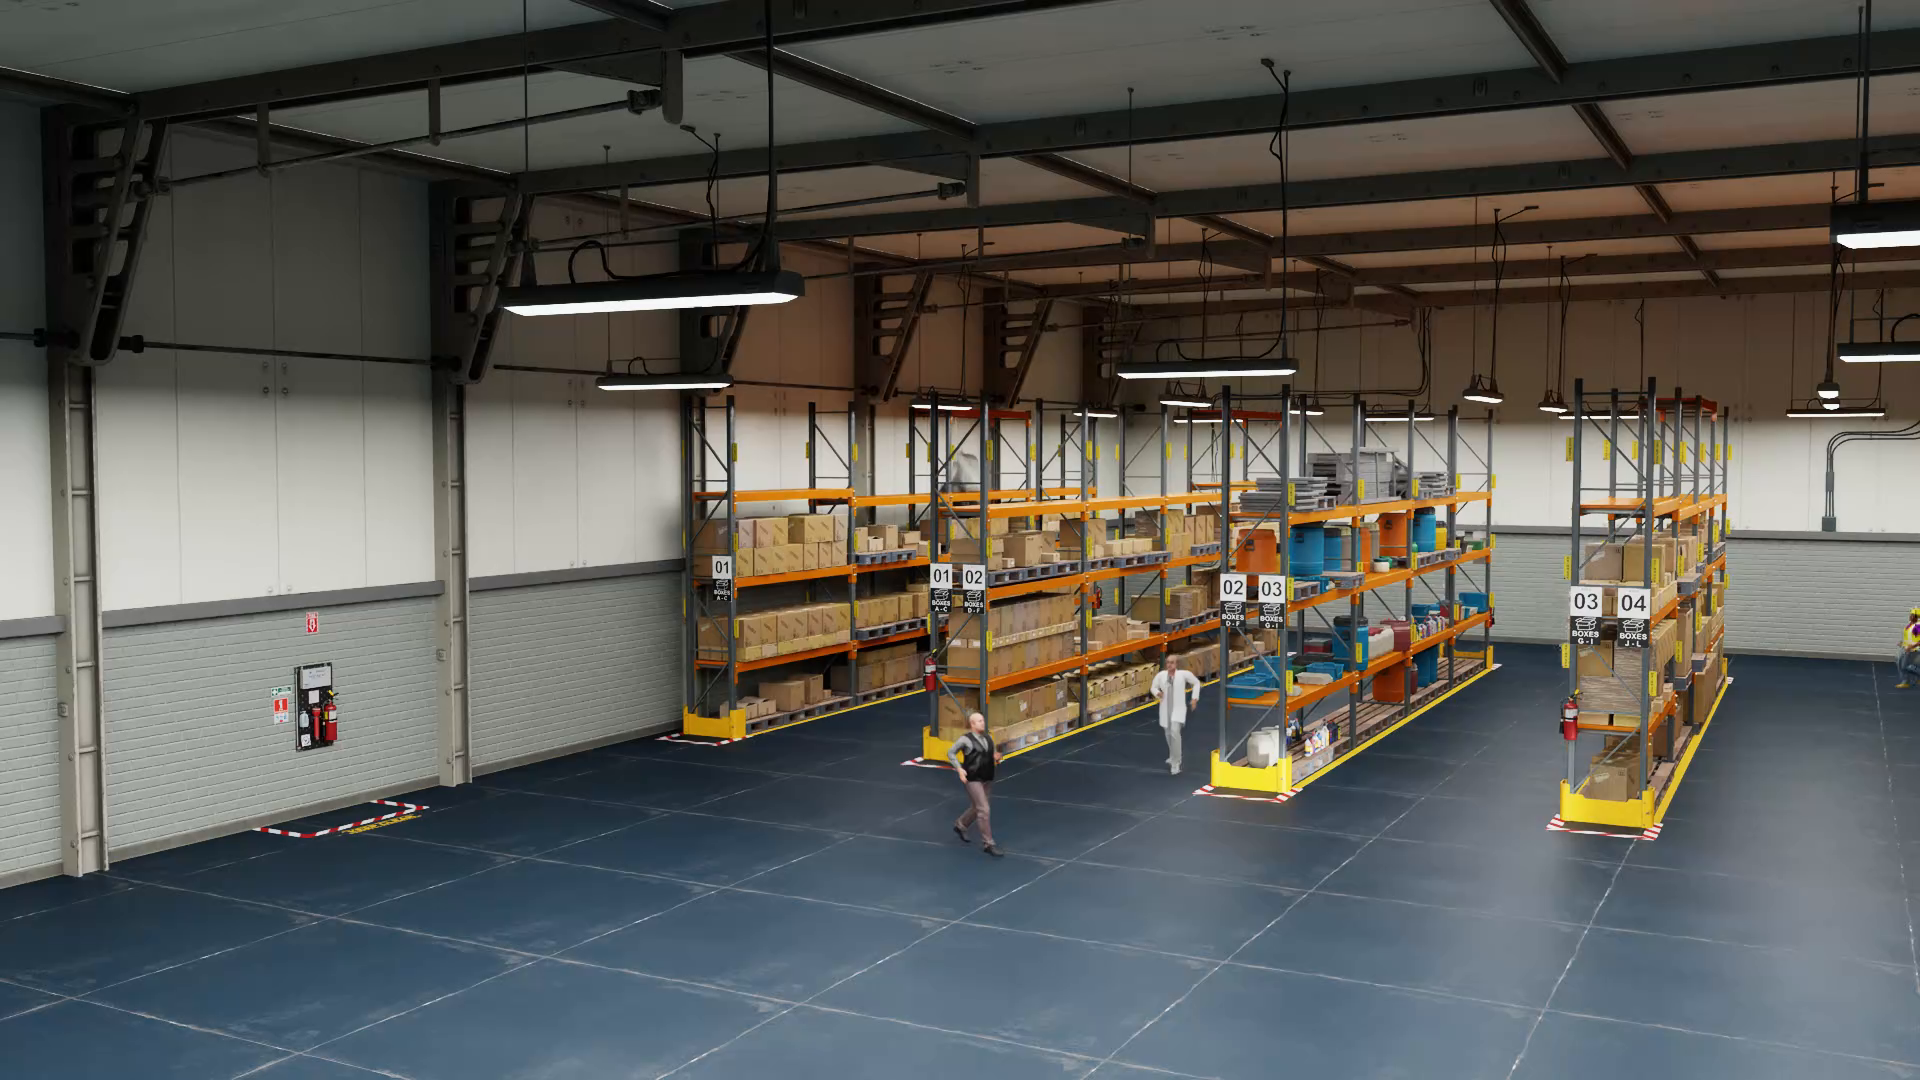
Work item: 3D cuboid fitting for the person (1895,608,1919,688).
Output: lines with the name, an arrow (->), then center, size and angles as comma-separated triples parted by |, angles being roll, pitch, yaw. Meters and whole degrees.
person -> 20.199, 2.298, 35.202 | 0.610, 1.724, 0.755 | 0, 3, 4

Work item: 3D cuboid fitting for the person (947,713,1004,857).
person -> 0.226, 3.022, 20.766 | 0.956, 1.716, 0.650 | 3, 4, 42

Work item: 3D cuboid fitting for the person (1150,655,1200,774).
person -> 3.380, 2.732, 26.225 | 0.752, 1.852, 0.825 | 2, 3, 27
